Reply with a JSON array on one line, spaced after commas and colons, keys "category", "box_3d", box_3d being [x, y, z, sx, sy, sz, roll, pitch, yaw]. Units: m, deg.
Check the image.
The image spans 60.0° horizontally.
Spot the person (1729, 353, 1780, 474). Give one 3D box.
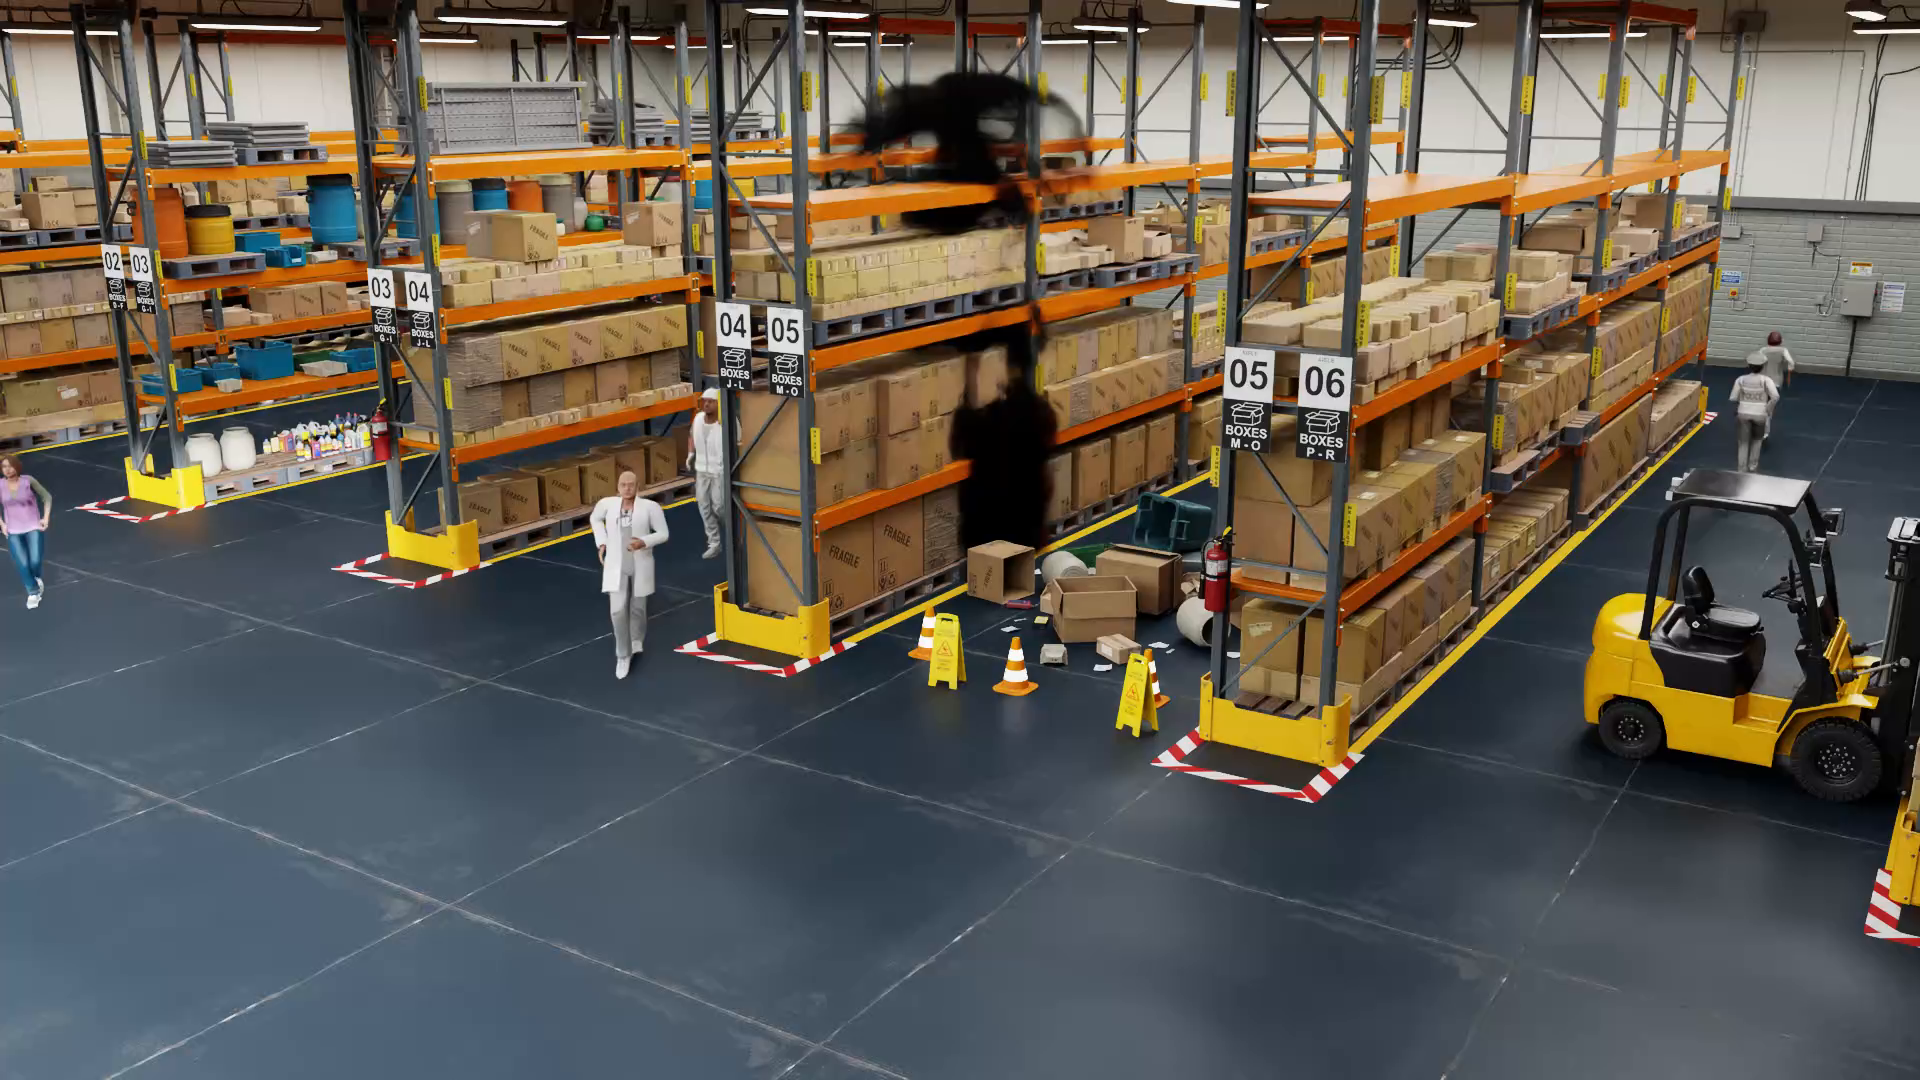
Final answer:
[{"category": "person", "box_3d": [10.380, -1.586, 21.811, 0.588, 1.732, 0.715, 7, 17, 24]}]

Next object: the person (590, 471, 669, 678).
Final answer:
[{"category": "person", "box_3d": [-2.959, 0.274, 14.961, 0.702, 1.843, 0.779, -2, 16, -7]}]

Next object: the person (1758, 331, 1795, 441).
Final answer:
[{"category": "person", "box_3d": [11.777, -2.219, 24.189, 0.502, 1.643, 0.801, 4, 16, 13]}]

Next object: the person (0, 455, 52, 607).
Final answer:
[{"category": "person", "box_3d": [-9.368, -0.083, 16.640, 0.548, 1.562, 0.484, -6, 17, -21]}]

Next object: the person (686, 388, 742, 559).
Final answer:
[{"category": "person", "box_3d": [-2.575, -0.721, 17.468, 0.690, 1.772, 0.608, 6, 17, 21]}]
